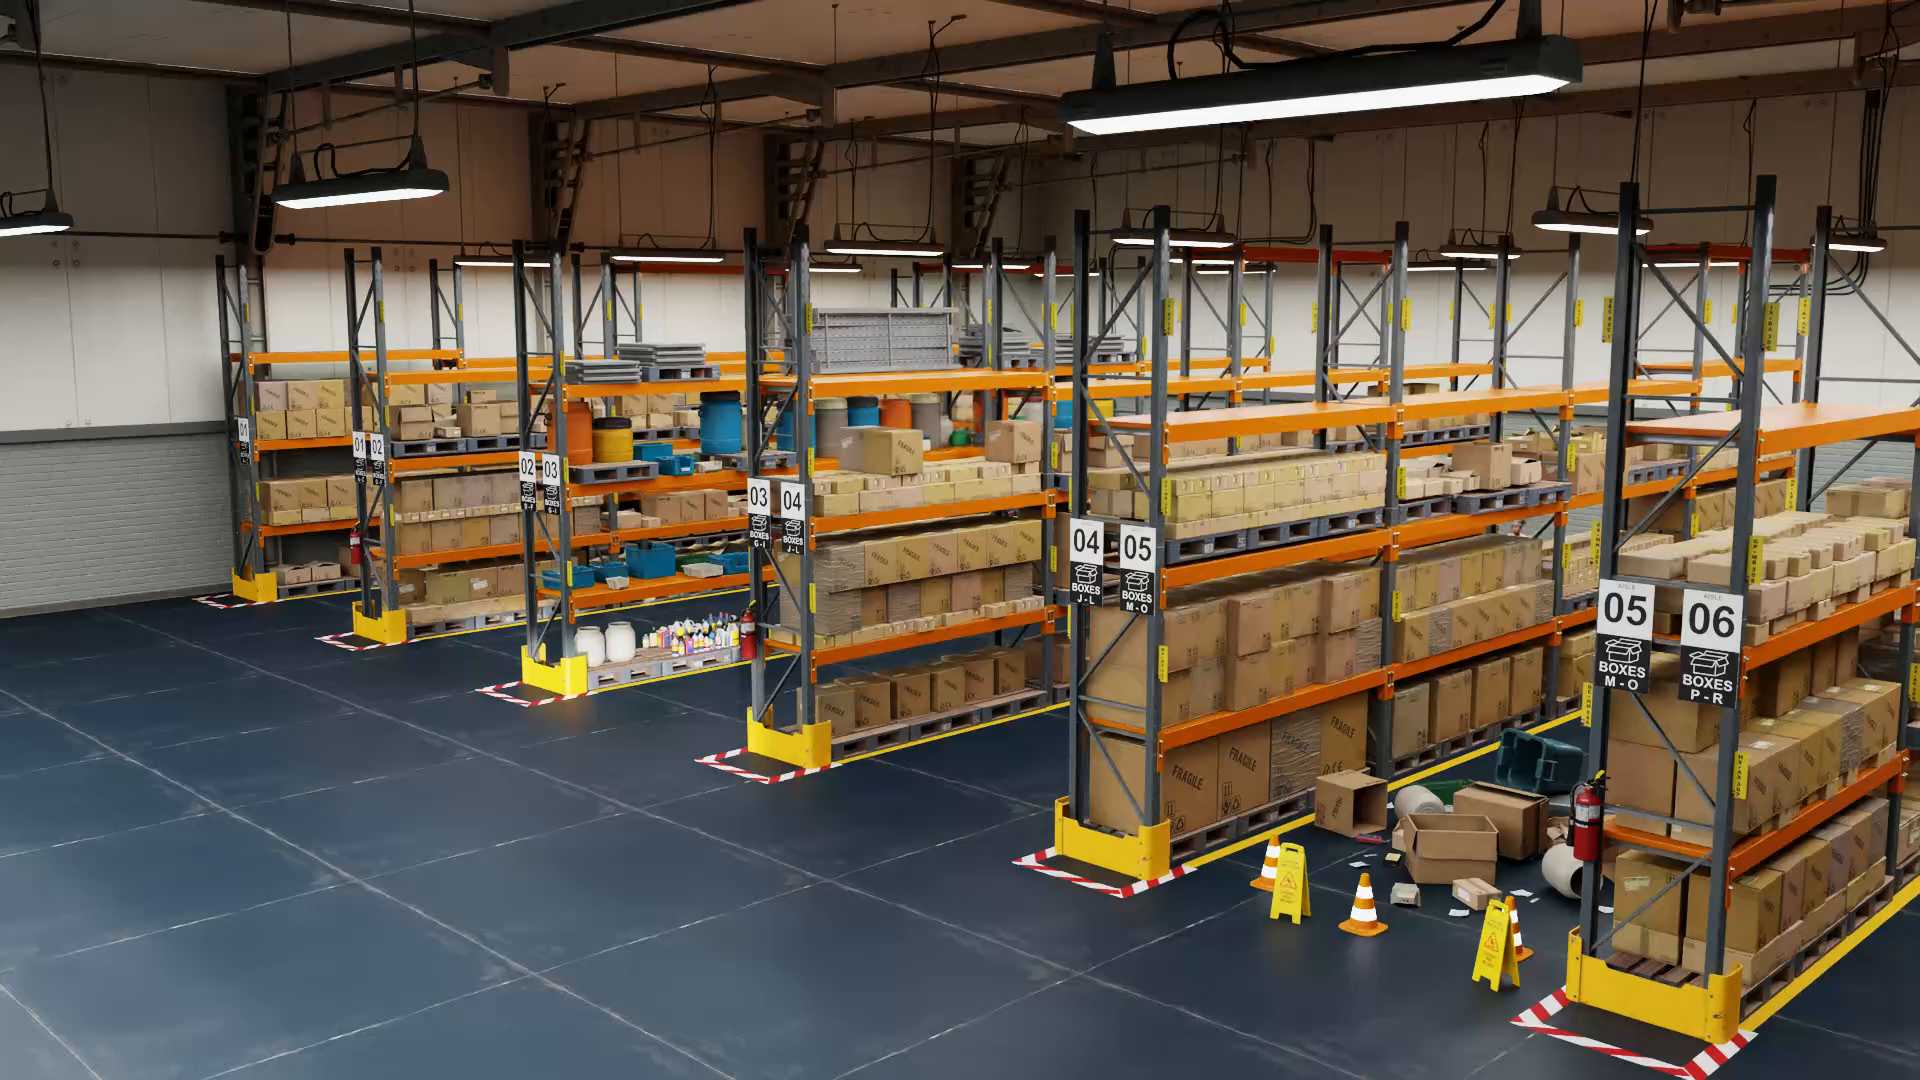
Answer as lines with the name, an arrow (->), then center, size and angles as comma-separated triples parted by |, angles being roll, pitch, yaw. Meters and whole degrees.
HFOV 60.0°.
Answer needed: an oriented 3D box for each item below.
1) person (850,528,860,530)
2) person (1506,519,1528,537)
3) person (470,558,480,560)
person -> -1.771, 0.027, 28.806 | 0.503, 1.669, 0.679 | 5, 10, 34
person -> 9.246, 0.443, 27.739 | 0.604, 1.643, 0.583 | 6, 10, 36
person -> -8.456, 0.131, 29.279 | 0.648, 1.845, 0.799 | 6, 10, 38
